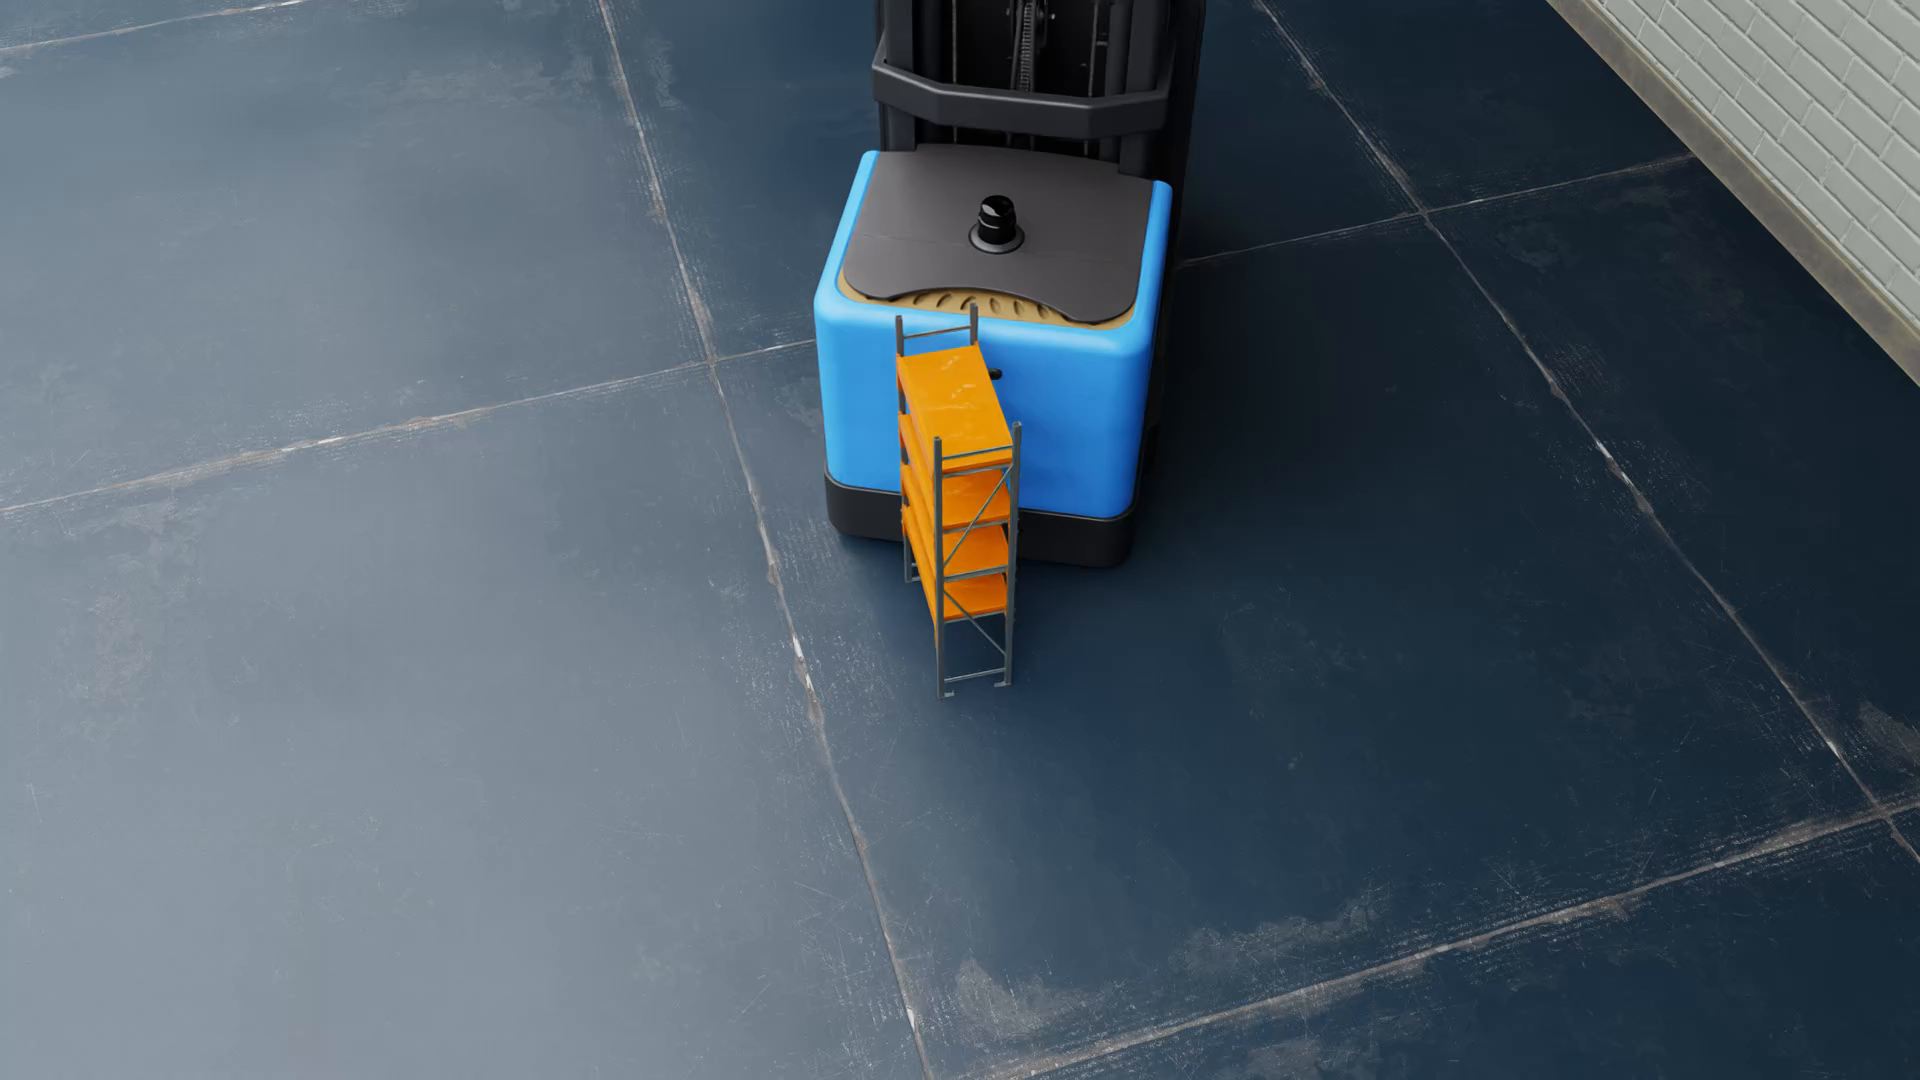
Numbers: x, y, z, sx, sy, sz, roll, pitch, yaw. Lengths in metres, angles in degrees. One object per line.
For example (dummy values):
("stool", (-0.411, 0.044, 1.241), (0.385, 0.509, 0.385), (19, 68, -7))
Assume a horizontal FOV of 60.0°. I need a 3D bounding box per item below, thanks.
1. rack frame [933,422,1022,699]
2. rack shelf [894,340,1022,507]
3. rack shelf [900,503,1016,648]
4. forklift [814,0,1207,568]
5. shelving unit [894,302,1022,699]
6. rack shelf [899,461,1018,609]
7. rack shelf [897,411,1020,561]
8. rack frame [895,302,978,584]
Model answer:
("rack frame", (0.047, 0.097, 4.884), (0.240, 1.200, 0.015), (-10, 51, -9))
("rack shelf", (-0.010, -0.338, 4.736), (0.258, 0.148, 0.480), (-10, 51, -9))
("rack shelf", (-0.010, 0.087, 5.240), (0.258, 0.148, 0.480), (-10, 51, -9))
("forklift", (0.301, -2.002, 5.520), (1.130, 2.935, 3.031), (7, 50, 6))
("shelving unit", (-0.010, -0.085, 5.037), (0.258, 1.200, 0.503), (-10, 51, -9))
("rack shelf", (-0.010, -0.041, 5.088), (0.258, 0.148, 0.480), (-10, 51, -9))
("rack shelf", (-0.010, -0.185, 4.917), (0.258, 0.148, 0.480), (-10, 51, -9))
("rack frame", (-0.067, -0.266, 5.189), (0.240, 1.200, 0.015), (-10, 51, -9))
